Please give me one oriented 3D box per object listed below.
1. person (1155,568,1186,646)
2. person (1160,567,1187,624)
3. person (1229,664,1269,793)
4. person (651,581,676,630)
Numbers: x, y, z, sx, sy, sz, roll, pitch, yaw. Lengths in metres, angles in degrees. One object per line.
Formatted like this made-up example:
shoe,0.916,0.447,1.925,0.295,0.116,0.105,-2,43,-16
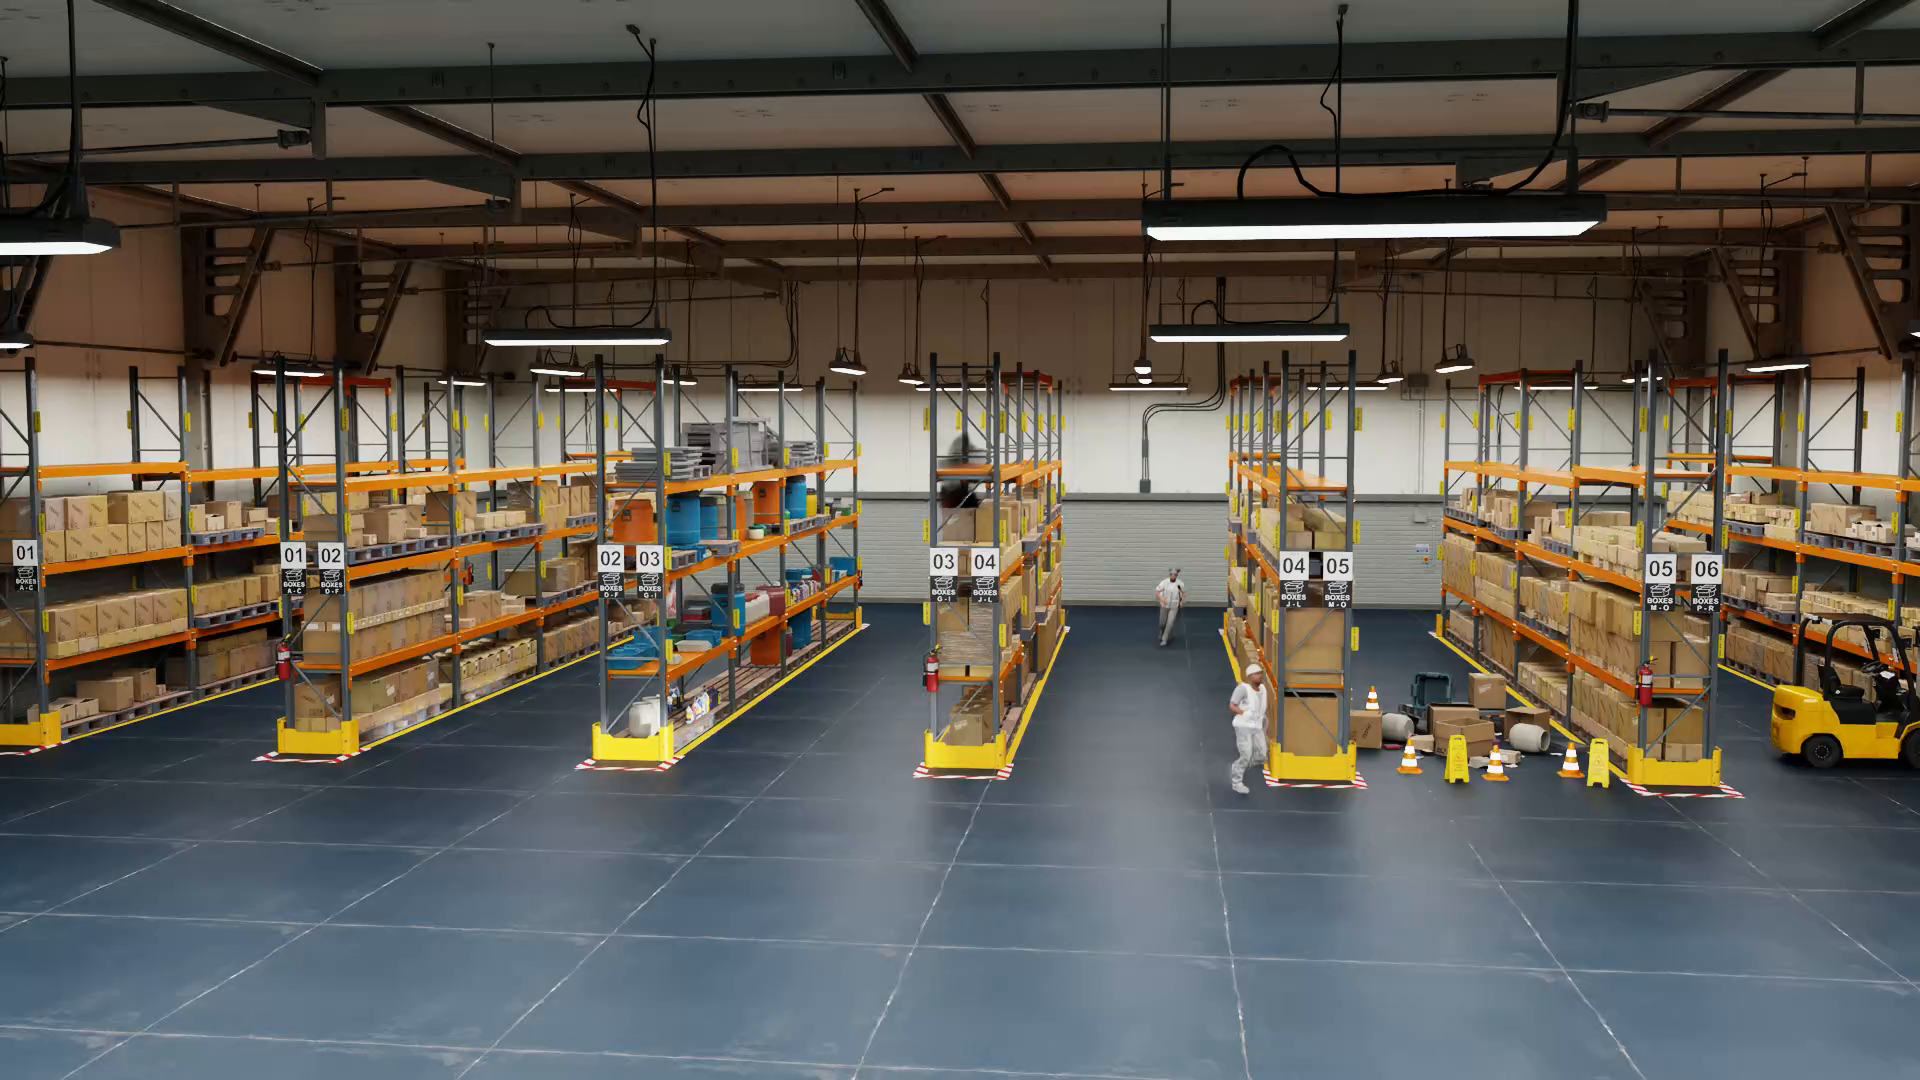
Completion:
person,4.753,1.499,37.538,0.692,1.739,0.768,1,4,7
person,4.935,1.462,38.539,0.653,1.693,0.846,1,4,17
person,3.966,2.545,22.572,0.701,1.721,0.626,-3,5,-32
person,-6.152,1.650,34.890,0.645,1.741,0.606,-1,4,-7
